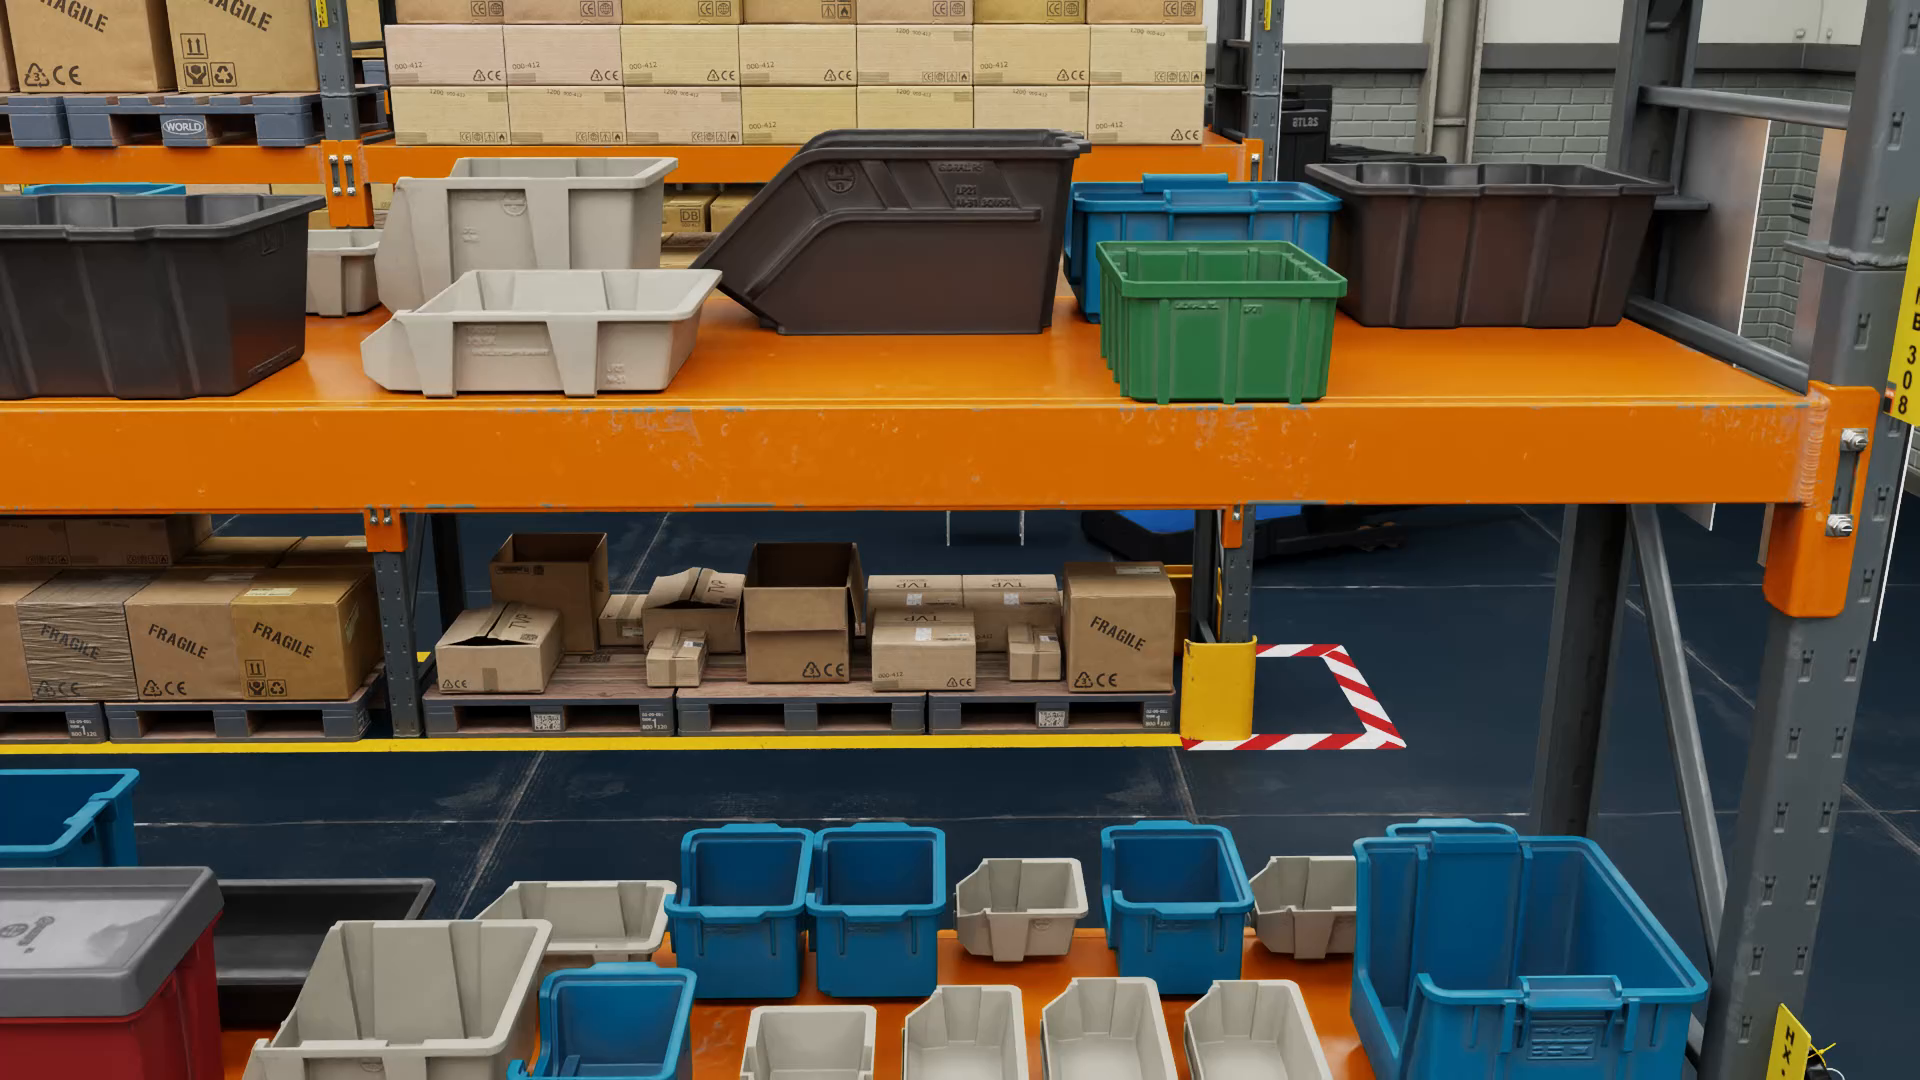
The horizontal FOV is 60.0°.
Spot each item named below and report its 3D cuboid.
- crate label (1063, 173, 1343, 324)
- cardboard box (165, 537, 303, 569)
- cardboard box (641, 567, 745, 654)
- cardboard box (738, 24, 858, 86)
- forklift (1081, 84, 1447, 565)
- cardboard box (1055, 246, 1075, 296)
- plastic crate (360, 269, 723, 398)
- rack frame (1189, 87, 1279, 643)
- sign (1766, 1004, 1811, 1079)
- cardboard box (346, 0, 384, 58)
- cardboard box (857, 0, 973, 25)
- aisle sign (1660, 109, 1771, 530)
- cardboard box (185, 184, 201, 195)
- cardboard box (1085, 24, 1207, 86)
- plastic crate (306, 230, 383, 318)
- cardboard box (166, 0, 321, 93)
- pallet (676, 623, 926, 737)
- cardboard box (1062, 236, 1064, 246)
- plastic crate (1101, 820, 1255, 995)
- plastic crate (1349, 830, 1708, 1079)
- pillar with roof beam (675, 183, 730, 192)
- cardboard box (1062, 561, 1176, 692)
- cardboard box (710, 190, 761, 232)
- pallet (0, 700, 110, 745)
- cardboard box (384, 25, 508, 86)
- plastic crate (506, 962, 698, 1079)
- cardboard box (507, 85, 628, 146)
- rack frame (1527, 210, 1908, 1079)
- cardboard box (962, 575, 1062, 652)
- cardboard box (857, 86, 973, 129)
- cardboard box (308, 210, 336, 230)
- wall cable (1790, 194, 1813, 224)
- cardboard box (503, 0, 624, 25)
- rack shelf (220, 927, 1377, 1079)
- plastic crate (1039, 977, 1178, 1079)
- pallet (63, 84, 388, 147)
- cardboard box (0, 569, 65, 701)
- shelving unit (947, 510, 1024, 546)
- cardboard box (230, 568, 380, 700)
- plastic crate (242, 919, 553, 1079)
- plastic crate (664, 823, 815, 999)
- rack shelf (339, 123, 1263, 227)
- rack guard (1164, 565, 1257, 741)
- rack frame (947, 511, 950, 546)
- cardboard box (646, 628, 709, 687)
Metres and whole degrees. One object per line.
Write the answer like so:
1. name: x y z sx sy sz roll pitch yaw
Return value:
1. crate label: 0.459 -0.577 3.267 0.502 0.251 0.408 0 18 -1
2. cardboard box: -3.708 0.296 8.586 0.500 0.500 0.500 0 18 0
3. cardboard box: -1.372 0.359 8.698 0.500 0.311 0.500 0 18 -1
4. cardboard box: -0.697 -2.144 7.337 0.500 0.250 0.500 0 18 -1
5. forklift: 2.366 -1.460 10.801 3.031 2.935 1.130 -8 19 -23
6. cardboard box: 0.367 -1.073 7.680 0.500 0.500 0.500 0 18 1
7. plastic crate: -0.675 -0.342 2.724 0.530 0.136 0.437 0 18 -1
8. rack frame: 1.312 -0.638 8.125 0.127 3.000 1.000 0 18 -1
9. sign: 1.412 0.965 2.861 0.005 0.325 0.100 0 18 -1
10. cardboard box: -4.206 -3.824 12.262 0.500 0.500 0.700 -1 18 -2
11. cardboard box: -0.200 -2.571 7.439 0.500 0.500 0.700 0 18 -1
12. aisle sign: 1.454 -0.454 3.296 0.004 0.787 0.394 0 18 -1
13. cardboard box: -5.773 -2.594 12.313 0.500 0.250 0.500 -1 18 -2
14. cardboard box: 0.803 -2.152 7.363 0.500 0.250 0.500 0 18 -1
15. plastic crate: -1.347 -0.531 3.312 0.466 0.136 0.293 0 18 -1
16. cardboard box: -3.192 -2.362 7.575 0.600 0.600 0.600 -2 18 -6
17. pallet: -0.777 0.700 8.521 1.213 0.211 1.003 0 18 -1
18. cardboard box: 0.342 -1.235 8.186 0.500 0.500 0.500 0 18 0
19. plastic crate: 0.477 0.830 3.725 0.300 0.233 0.416 0 18 -1
20. plastic crate: 1.055 0.888 3.212 0.499 0.435 0.616 0 18 -1
21. pillar with roof beam: -2.015 -3.941 8.600 0.400 9.000 9.100 0 18 -1
22. cardboard box: 0.773 0.421 8.197 0.500 0.500 0.500 0 18 -1
23. cardboard box: -1.496 -2.274 12.734 0.700 0.700 0.980 -1 18 -2
24. pallet: -4.723 0.732 8.422 1.213 0.211 1.003 0 18 -1
25. cardboard box: -2.197 -2.140 7.324 0.500 0.250 0.500 0 18 -1
26. plastic crate: -0.662 1.014 3.150 0.300 0.233 0.416 0 18 -1
27. cardboard box: -1.697 -1.903 7.405 0.500 0.250 0.500 0 18 -1
28. rack frame: 1.387 0.875 3.409 0.127 3.000 1.000 0 18 -1
29. cardboard box: 0.264 0.380 8.732 0.500 0.250 0.500 0 18 -1
30. cardboard box: -0.197 -1.906 7.414 0.500 0.250 0.500 0 18 -1
31. cardboard box: -4.738 -2.242 12.442 0.500 0.500 0.500 0 18 1
32. wall cable: 6.891 -3.447 12.144 0.112 2.526 3.097 0 18 -1
33. cardboard box: -1.699 -2.544 7.355 0.500 0.500 0.700 0 18 -1
34. rack shelf: -0.613 1.227 3.489 4.000 0.370 1.077 0 18 -1
35. plastic crate: 0.284 1.028 3.265 0.243 0.136 0.396 0 18 -1
36. pallet: -3.340 -1.976 7.693 1.003 0.211 1.213 0 18 -1
37. cardboard box: -4.680 0.457 8.083 0.500 0.500 0.500 -1 18 -3
38. shelving unit: 0.165 -0.572 10.867 0.503 1.200 0.258 0 18 -1
39. cardboard box: -3.176 0.452 8.099 0.500 0.500 0.500 0 18 -1
40. plastic crate: -1.083 0.971 3.205 0.530 0.282 0.437 0 18 -1
41. plastic crate: -0.482 0.835 3.711 0.300 0.233 0.416 0 18 -1
42. rack shelf: -0.687 -1.714 7.747 4.000 0.370 1.077 0 18 -1
43. rack guard: 1.236 0.553 8.506 0.348 0.500 1.175 0 18 -1
44. rack frame: -0.078 -0.571 10.863 0.015 1.200 0.240 0 18 -1
45. cardboard box: -1.399 0.578 8.253 0.250 0.166 0.380 0 18 -1
